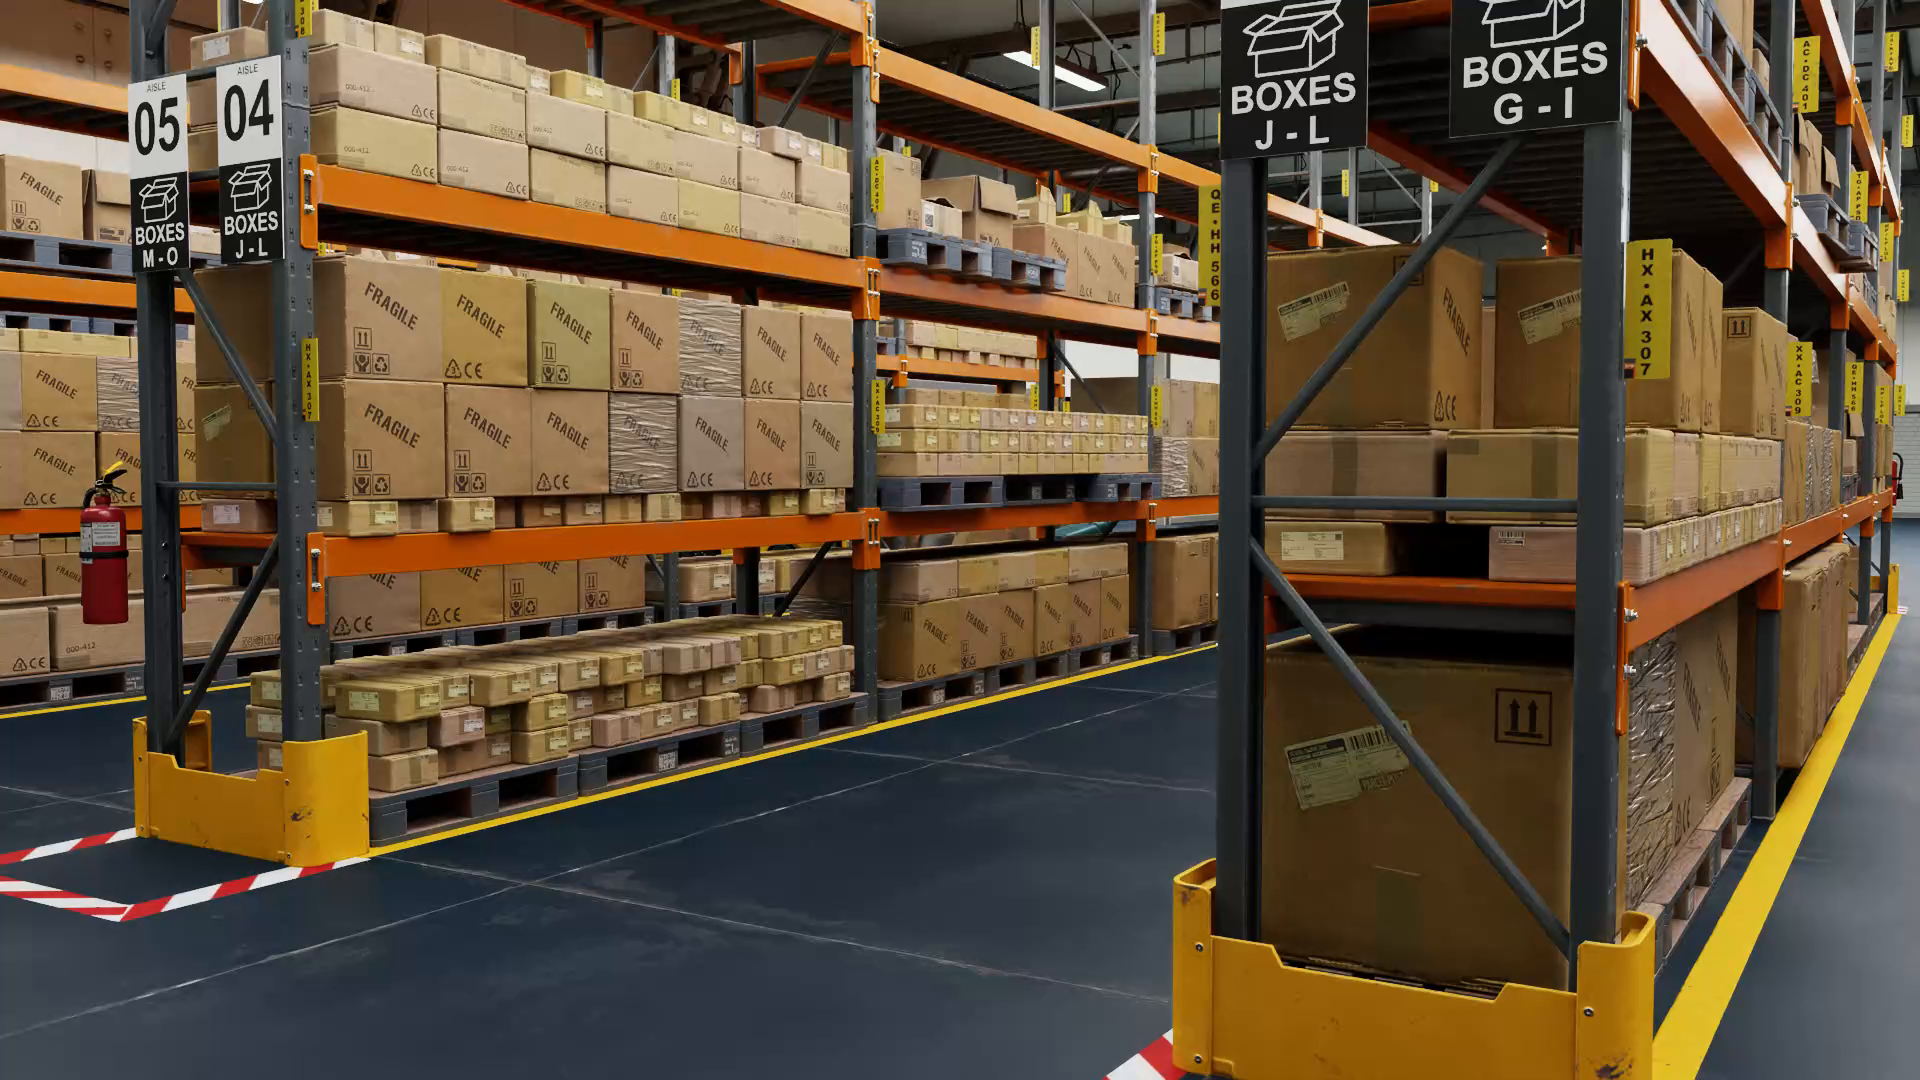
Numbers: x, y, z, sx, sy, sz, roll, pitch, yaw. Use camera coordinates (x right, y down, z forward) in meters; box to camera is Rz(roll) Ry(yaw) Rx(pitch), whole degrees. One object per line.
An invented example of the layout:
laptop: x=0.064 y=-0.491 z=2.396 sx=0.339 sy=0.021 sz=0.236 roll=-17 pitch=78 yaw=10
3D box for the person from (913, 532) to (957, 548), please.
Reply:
person: x=-0.257 y=-0.090 z=17.135 sx=0.436 sy=1.748 sz=0.587 roll=2 pitch=3 yaw=31
